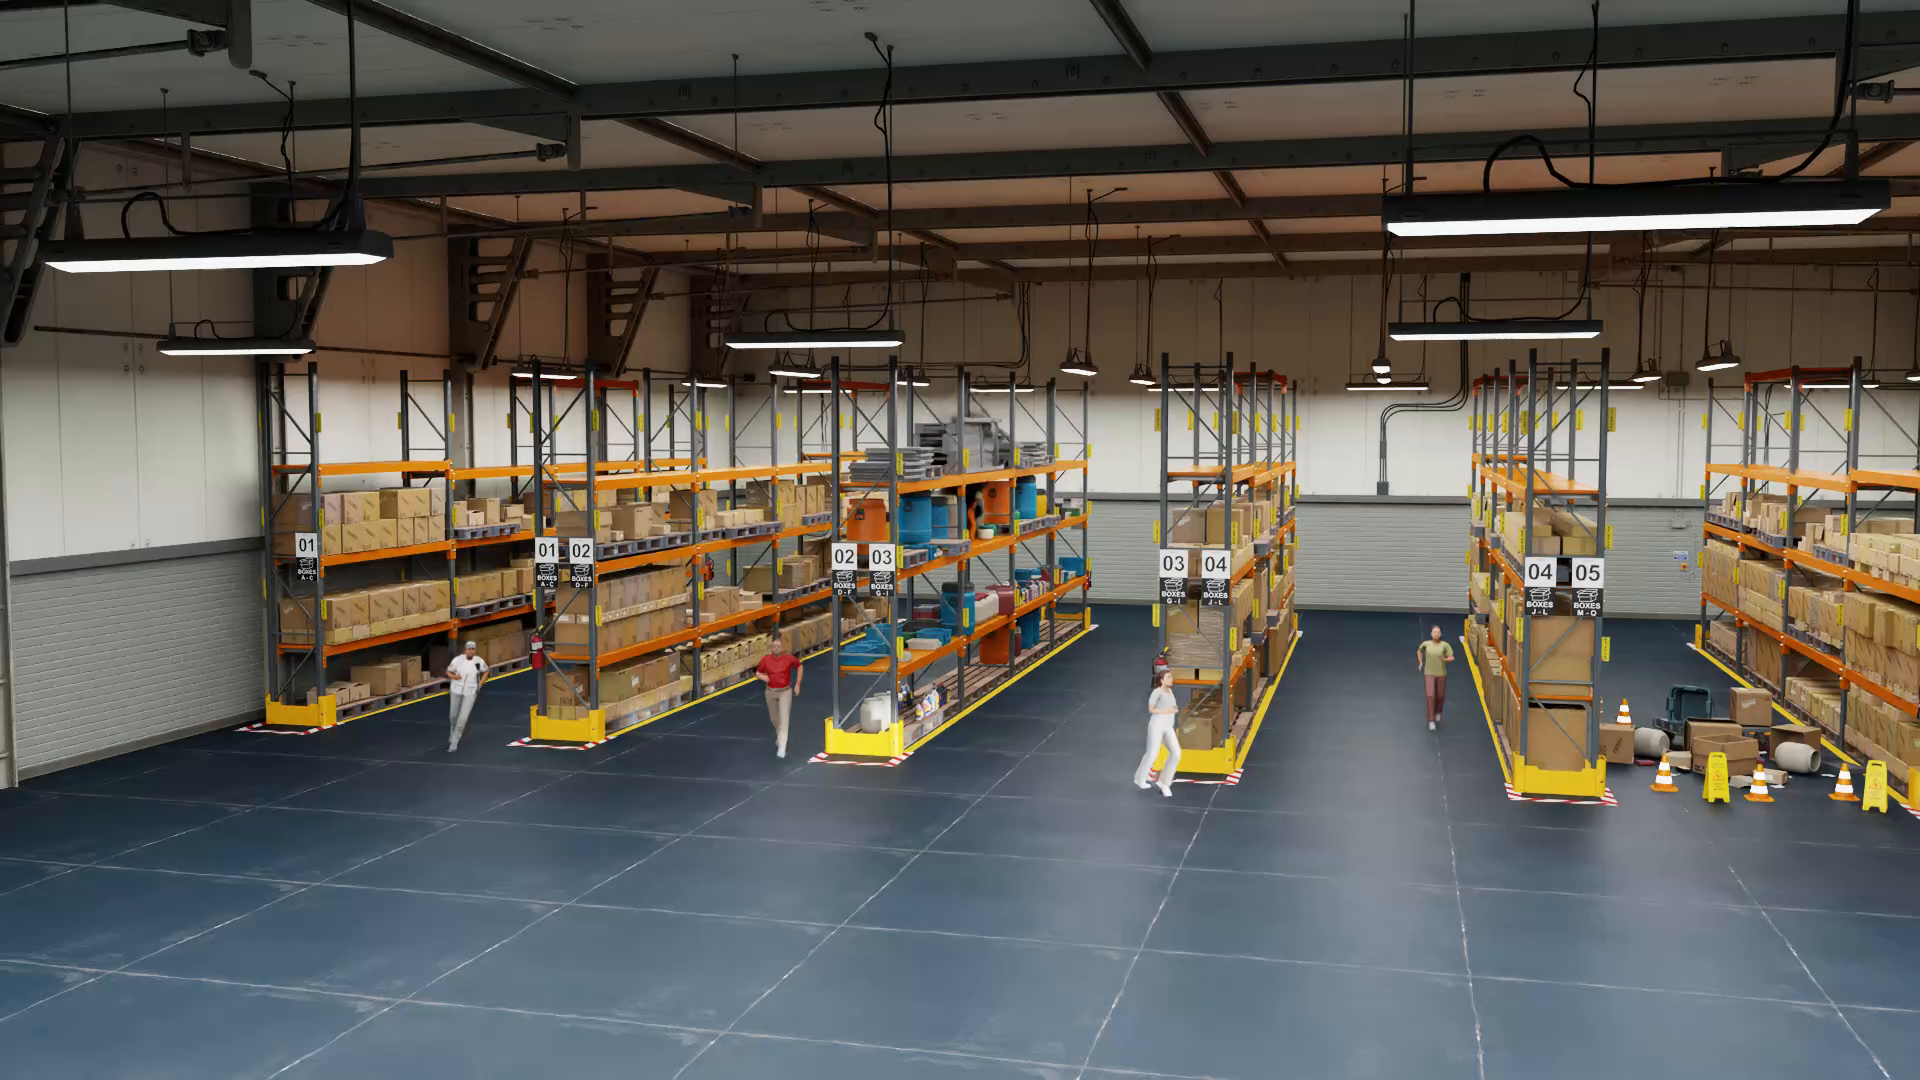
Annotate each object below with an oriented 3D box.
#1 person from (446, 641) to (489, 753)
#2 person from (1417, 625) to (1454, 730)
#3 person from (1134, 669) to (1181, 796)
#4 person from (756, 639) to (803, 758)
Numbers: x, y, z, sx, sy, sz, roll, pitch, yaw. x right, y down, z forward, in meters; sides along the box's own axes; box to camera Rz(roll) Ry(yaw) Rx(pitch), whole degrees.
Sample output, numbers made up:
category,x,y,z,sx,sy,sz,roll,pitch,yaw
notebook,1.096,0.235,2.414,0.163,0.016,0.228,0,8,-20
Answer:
category,x,y,z,sx,sy,sz,roll,pitch,yaw
person,-7.618,2.383,25.671,0.642,1.665,0.860,-1,4,-7
person,7.806,2.222,27.288,0.573,1.659,0.964,1,4,13
person,2.729,2.599,22.507,0.569,1.718,0.726,-3,5,-39
person,-2.759,2.378,25.300,0.689,1.761,0.915,0,4,7
